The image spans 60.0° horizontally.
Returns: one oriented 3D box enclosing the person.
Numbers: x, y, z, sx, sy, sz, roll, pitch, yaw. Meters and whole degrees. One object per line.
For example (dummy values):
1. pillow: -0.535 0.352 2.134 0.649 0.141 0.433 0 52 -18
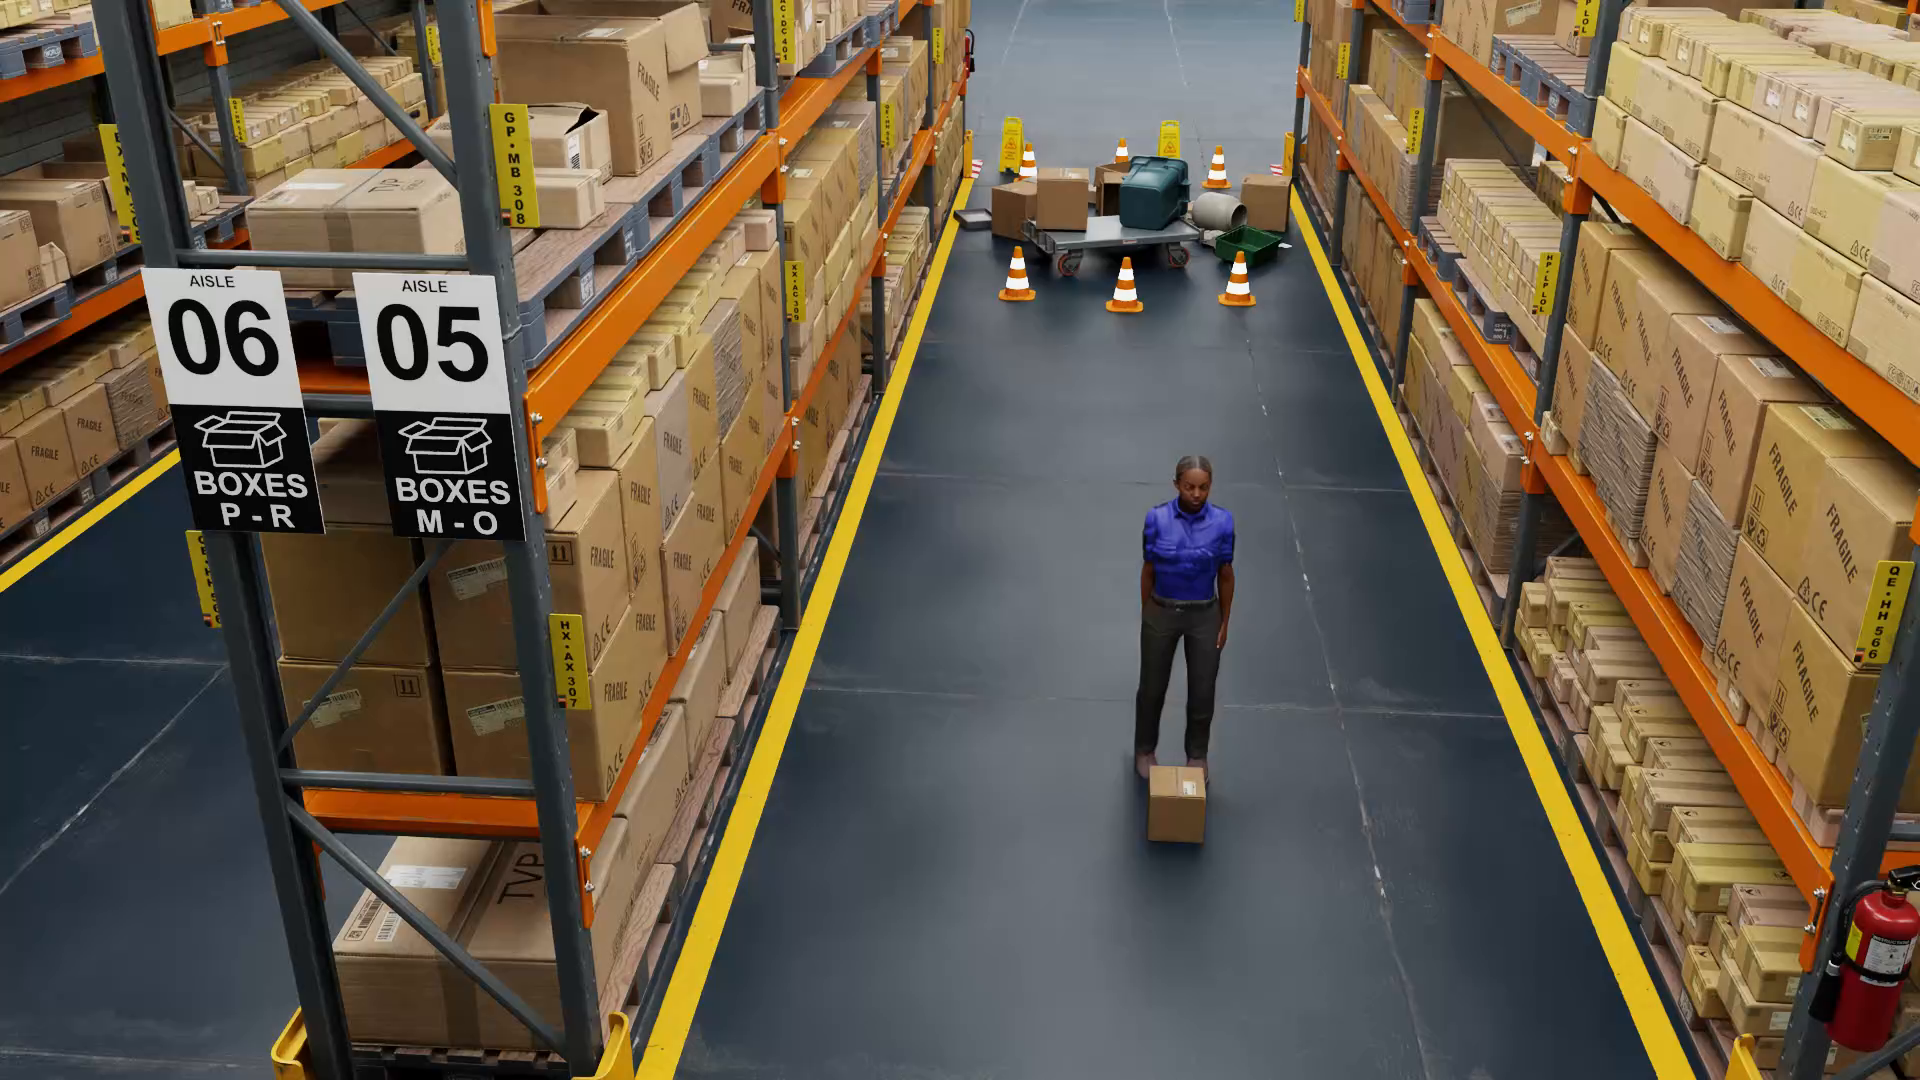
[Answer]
1. person: 1.054 0.385 7.801 0.436 1.675 0.322 3 25 5
